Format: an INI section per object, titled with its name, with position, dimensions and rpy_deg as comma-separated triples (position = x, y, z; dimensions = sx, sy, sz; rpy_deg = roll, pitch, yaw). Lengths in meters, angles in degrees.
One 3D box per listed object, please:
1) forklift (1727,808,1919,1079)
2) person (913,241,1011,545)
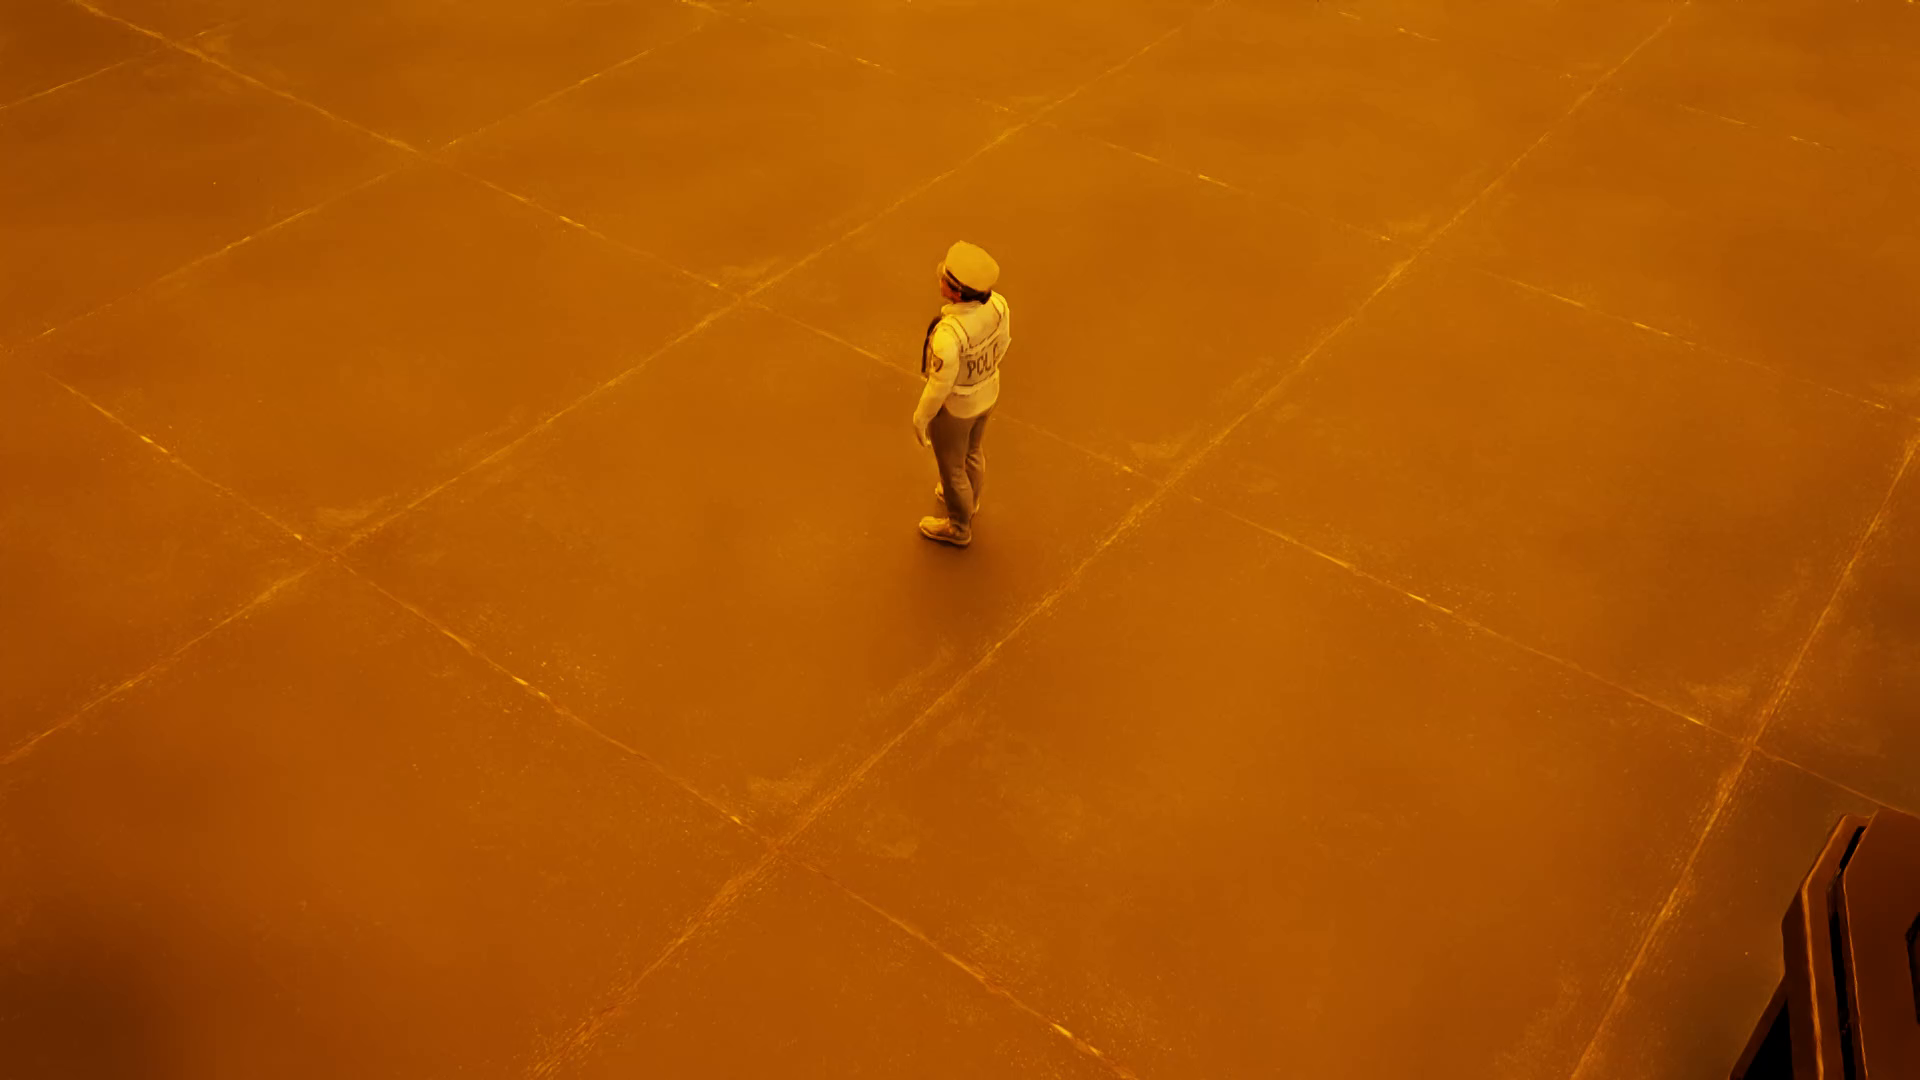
[forklift]
position = 2.362, 1.986, 3.745
dimensions = 3.031, 2.935, 1.130
rpy_deg = 12, 42, 13
[person]
position = -0.049, -0.681, 7.814
dimensions = 0.533, 1.695, 0.586
rpy_deg = 26, 47, 28
